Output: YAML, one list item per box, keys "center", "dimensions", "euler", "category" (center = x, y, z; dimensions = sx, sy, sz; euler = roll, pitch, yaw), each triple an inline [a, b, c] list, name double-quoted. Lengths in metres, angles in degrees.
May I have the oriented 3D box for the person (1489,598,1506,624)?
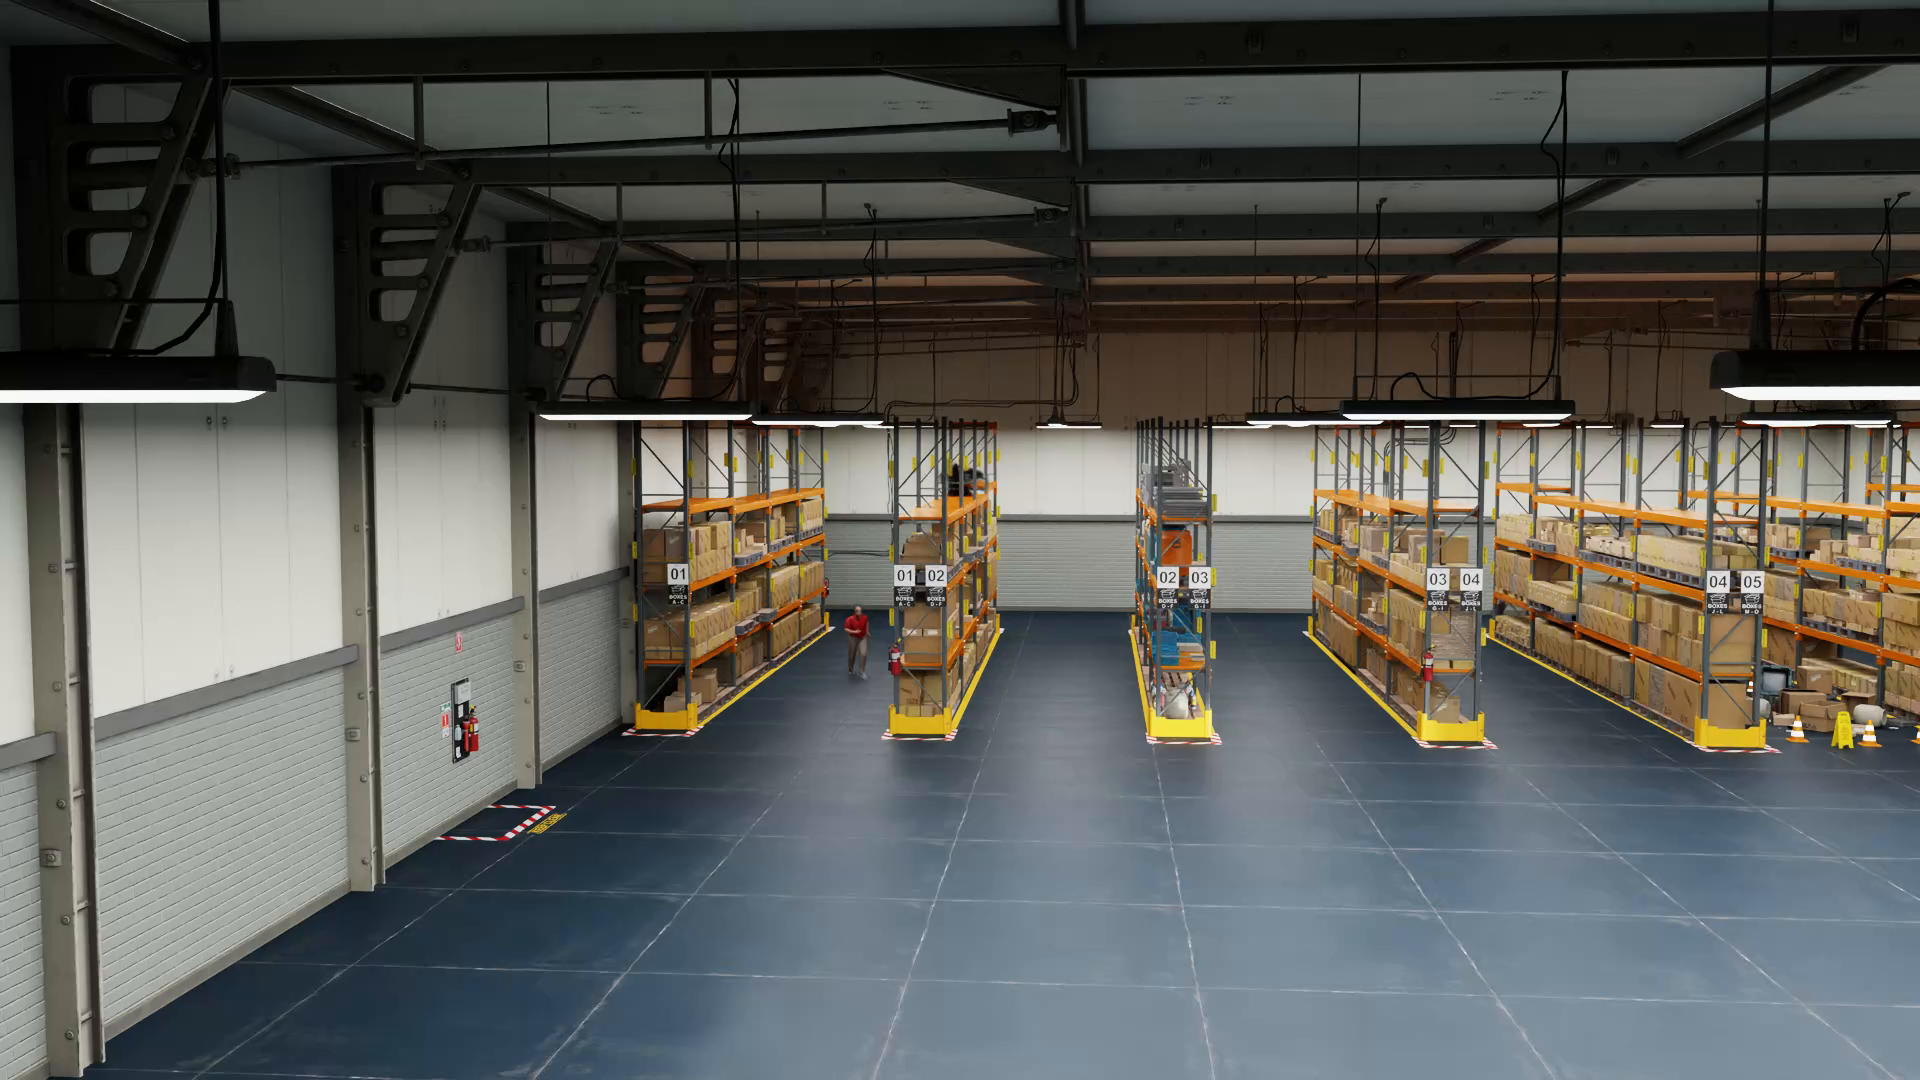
- center: [15.424, 1.860, 47.528]
  dimensions: [0.477, 1.591, 0.773]
  euler: [0, 4, -1]
  category: "person"

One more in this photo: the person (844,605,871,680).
- center: [-2.391, 2.357, 38.673]
  dimensions: [0.668, 1.711, 1.000]
  euler: [-1, 4, -15]
  category: "person"

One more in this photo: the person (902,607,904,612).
- center: [-1.303, 2.075, 44.568]
  dimensions: [0.525, 1.491, 0.698]
  euler: [0, 4, -3]
  category: "person"
